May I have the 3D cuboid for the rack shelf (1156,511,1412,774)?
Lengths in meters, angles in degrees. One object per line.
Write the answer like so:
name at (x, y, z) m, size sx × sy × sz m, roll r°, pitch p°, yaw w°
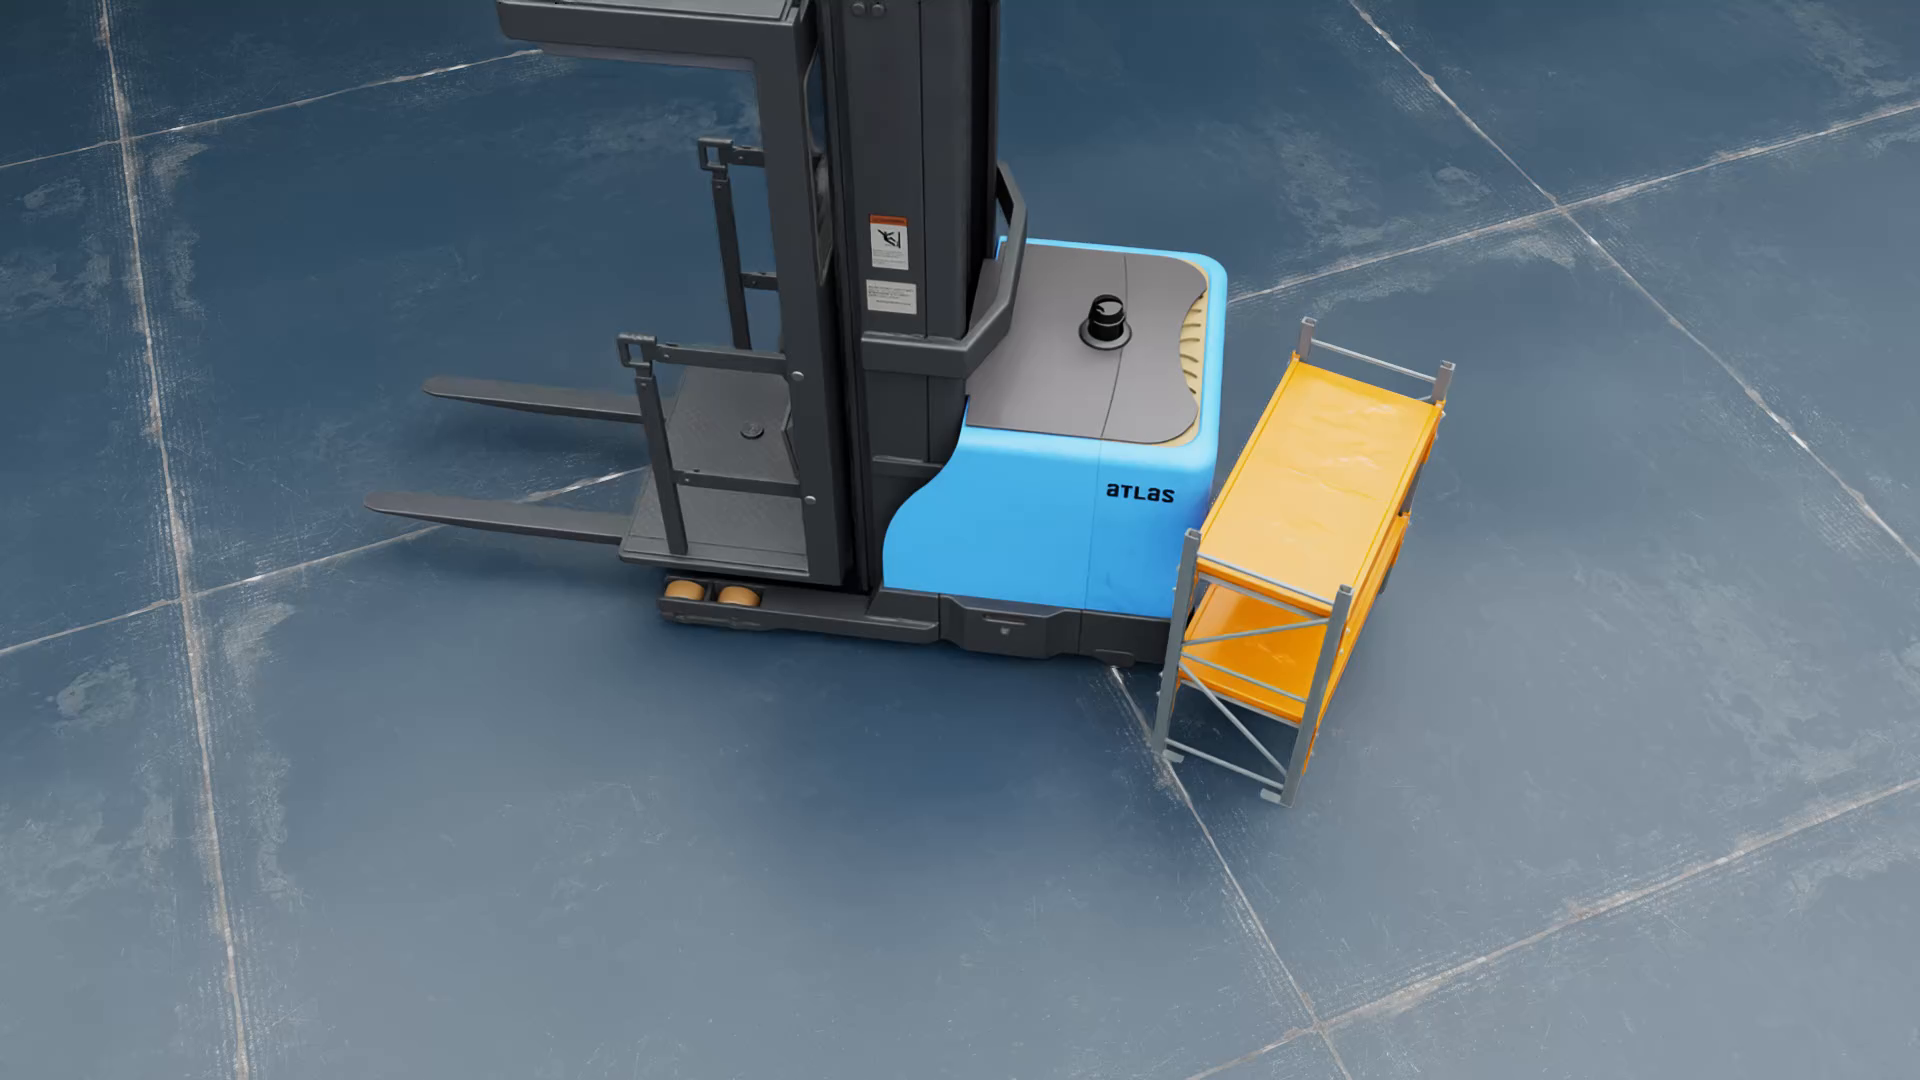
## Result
rack shelf at (1.104, 0.241, 5.624) m, size 0.538 × 0.278 × 1.000 m, roll 21°, pitch 53°, yaw 17°

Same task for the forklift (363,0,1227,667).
forklift at (-0.636, -1.025, 5.198) m, size 3.031 × 2.935 × 1.130 m, roll 6°, pitch 50°, yaw 5°

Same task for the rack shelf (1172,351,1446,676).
rack shelf at (1.104, -0.109, 5.216) m, size 0.538 × 0.278 × 1.000 m, roll 21°, pitch 53°, yaw 17°

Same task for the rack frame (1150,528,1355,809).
rack frame at (0.876, 0.426, 5.143) m, size 0.500 × 1.125 × 0.032 m, roll 21°, pitch 53°, yaw 17°

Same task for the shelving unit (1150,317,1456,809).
shelving unit at (1.104, 0.082, 5.438) m, size 0.538 × 1.125 × 1.048 m, roll 21°, pitch 53°, yaw 17°

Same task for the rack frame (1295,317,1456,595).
rack frame at (1.333, -0.263, 5.734) m, size 0.500 × 1.125 × 0.032 m, roll 21°, pitch 53°, yaw 17°
